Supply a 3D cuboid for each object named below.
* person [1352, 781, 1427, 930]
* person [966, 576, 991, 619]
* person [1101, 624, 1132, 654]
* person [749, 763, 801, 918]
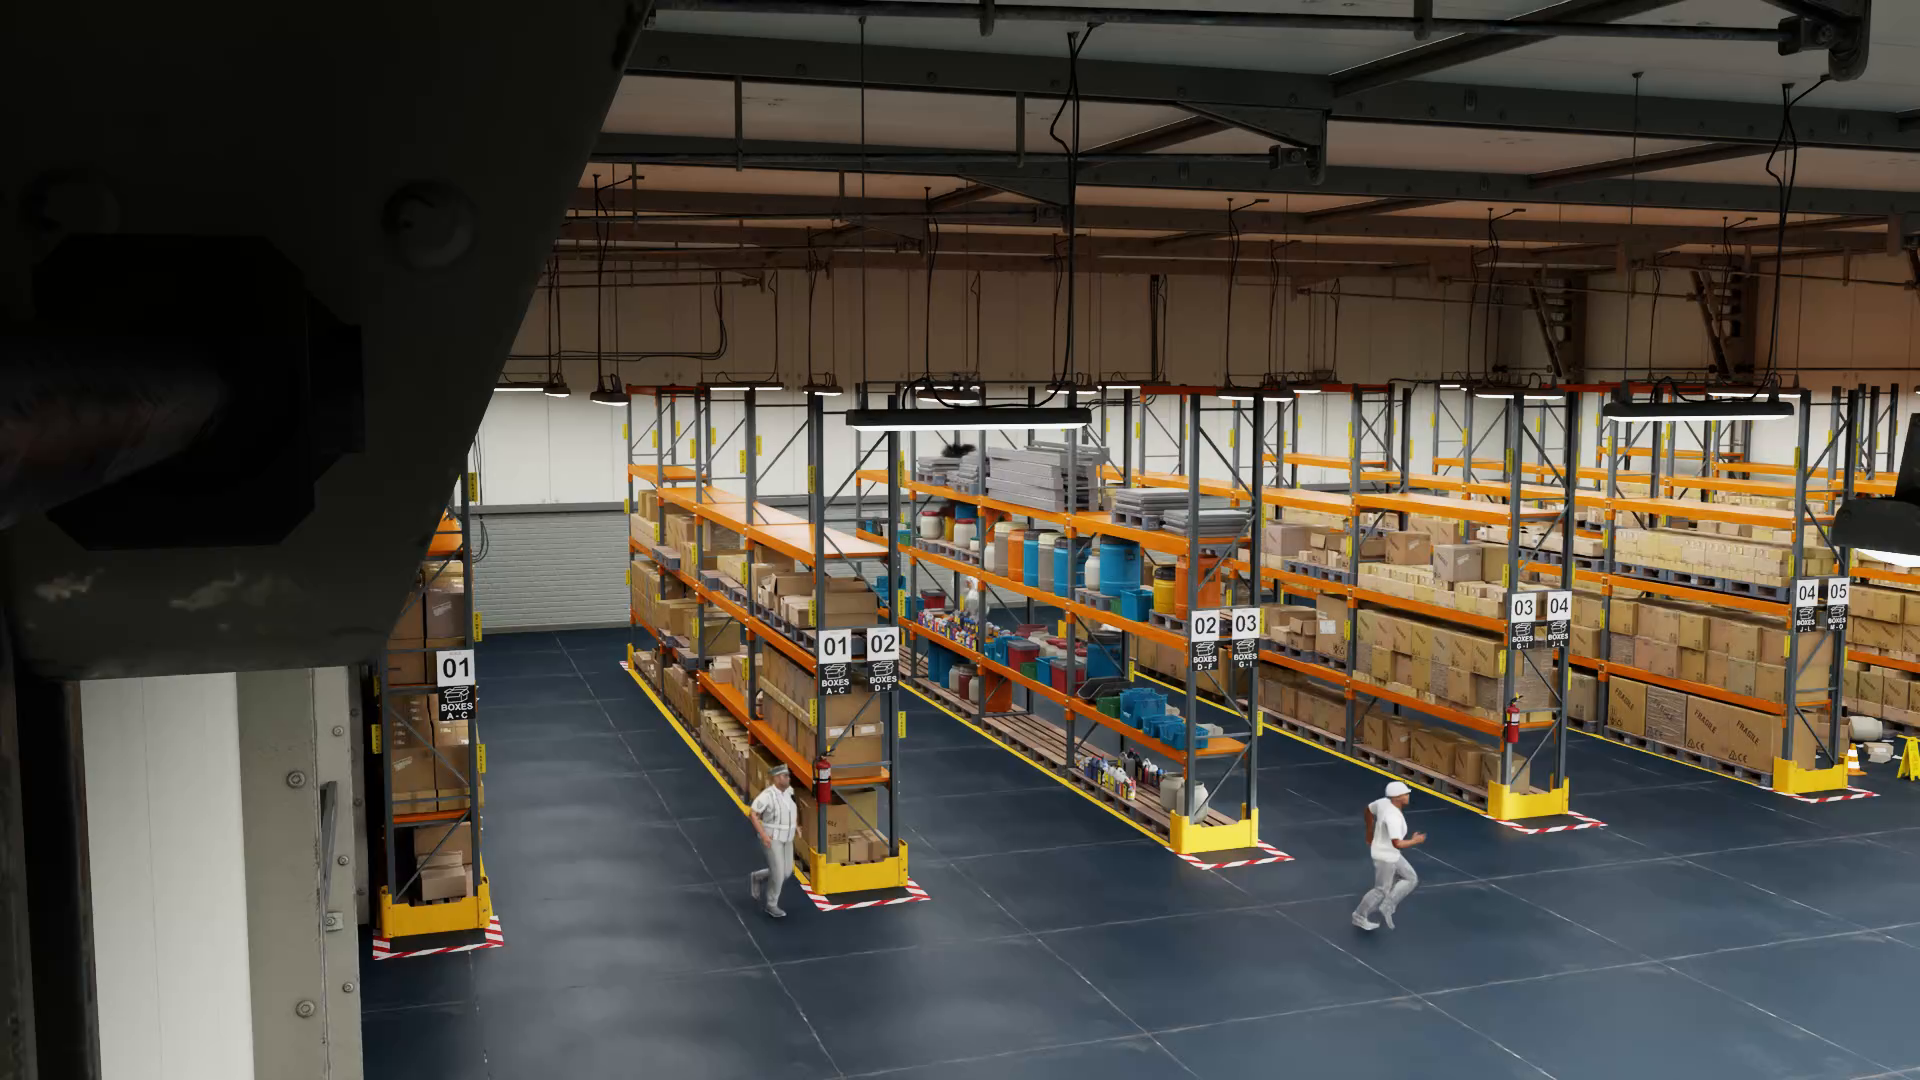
[{"bbox_3d":[4.805,3.531,18.601,0.783,1.719,0.737,1,6,11],"label":"person"},{"bbox_3d":[0.361,1.426,39.559,0.838,1.660,0.613,0,6,3],"label":"person"},{"bbox_3d":[3.019,2.173,31.886,0.678,1.739,0.583,-3,6,-25],"label":"person"},{"bbox_3d":[-2.164,3.475,19.488,0.692,1.714,0.705,5,7,38],"label":"person"}]
